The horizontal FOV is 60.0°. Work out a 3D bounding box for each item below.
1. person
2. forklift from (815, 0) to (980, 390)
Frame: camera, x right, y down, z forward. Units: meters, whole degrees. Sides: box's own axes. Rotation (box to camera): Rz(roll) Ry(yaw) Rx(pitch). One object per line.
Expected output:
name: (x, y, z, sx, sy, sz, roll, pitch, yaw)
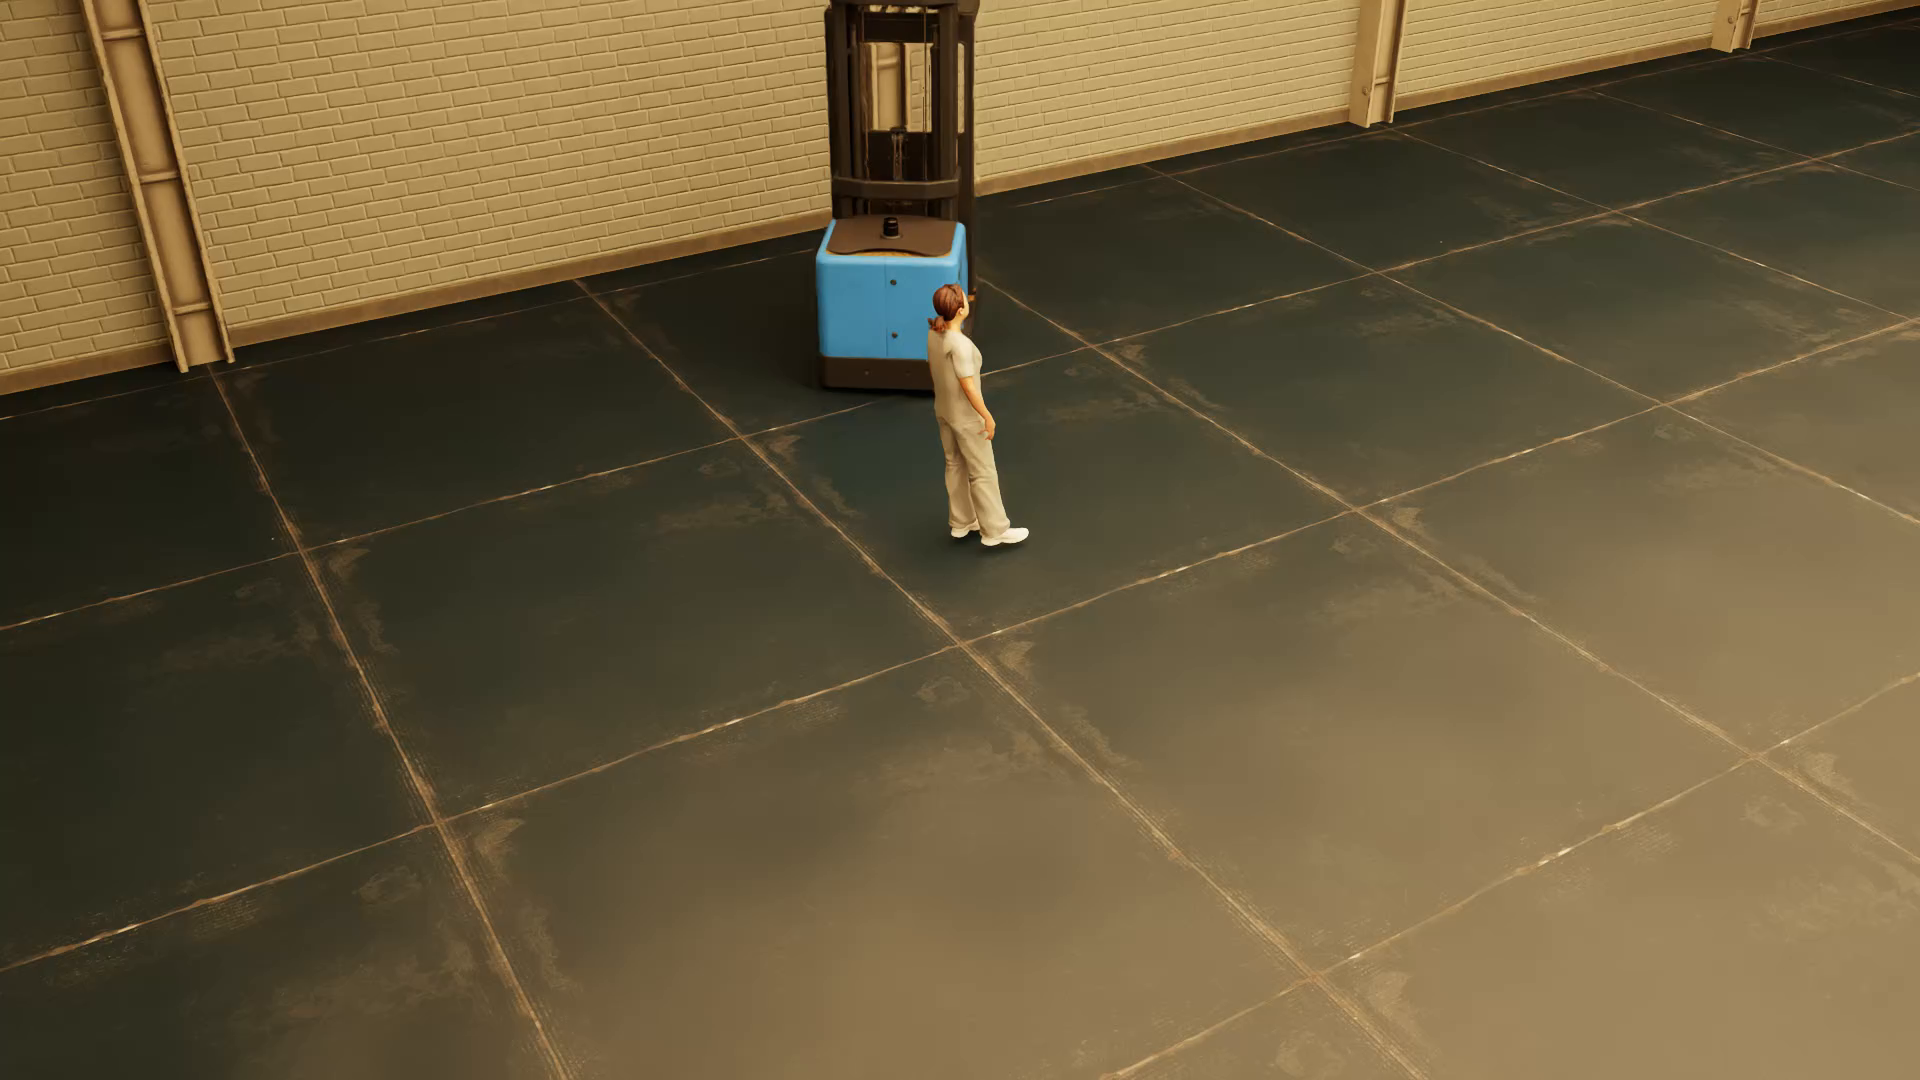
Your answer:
person: (0.070, -0.773, 10.068, 0.547, 1.673, 0.549, -17, 35, -26)
forklift: (-0.423, -3.081, 12.792, 1.130, 2.935, 3.031, 2, 31, 3)
